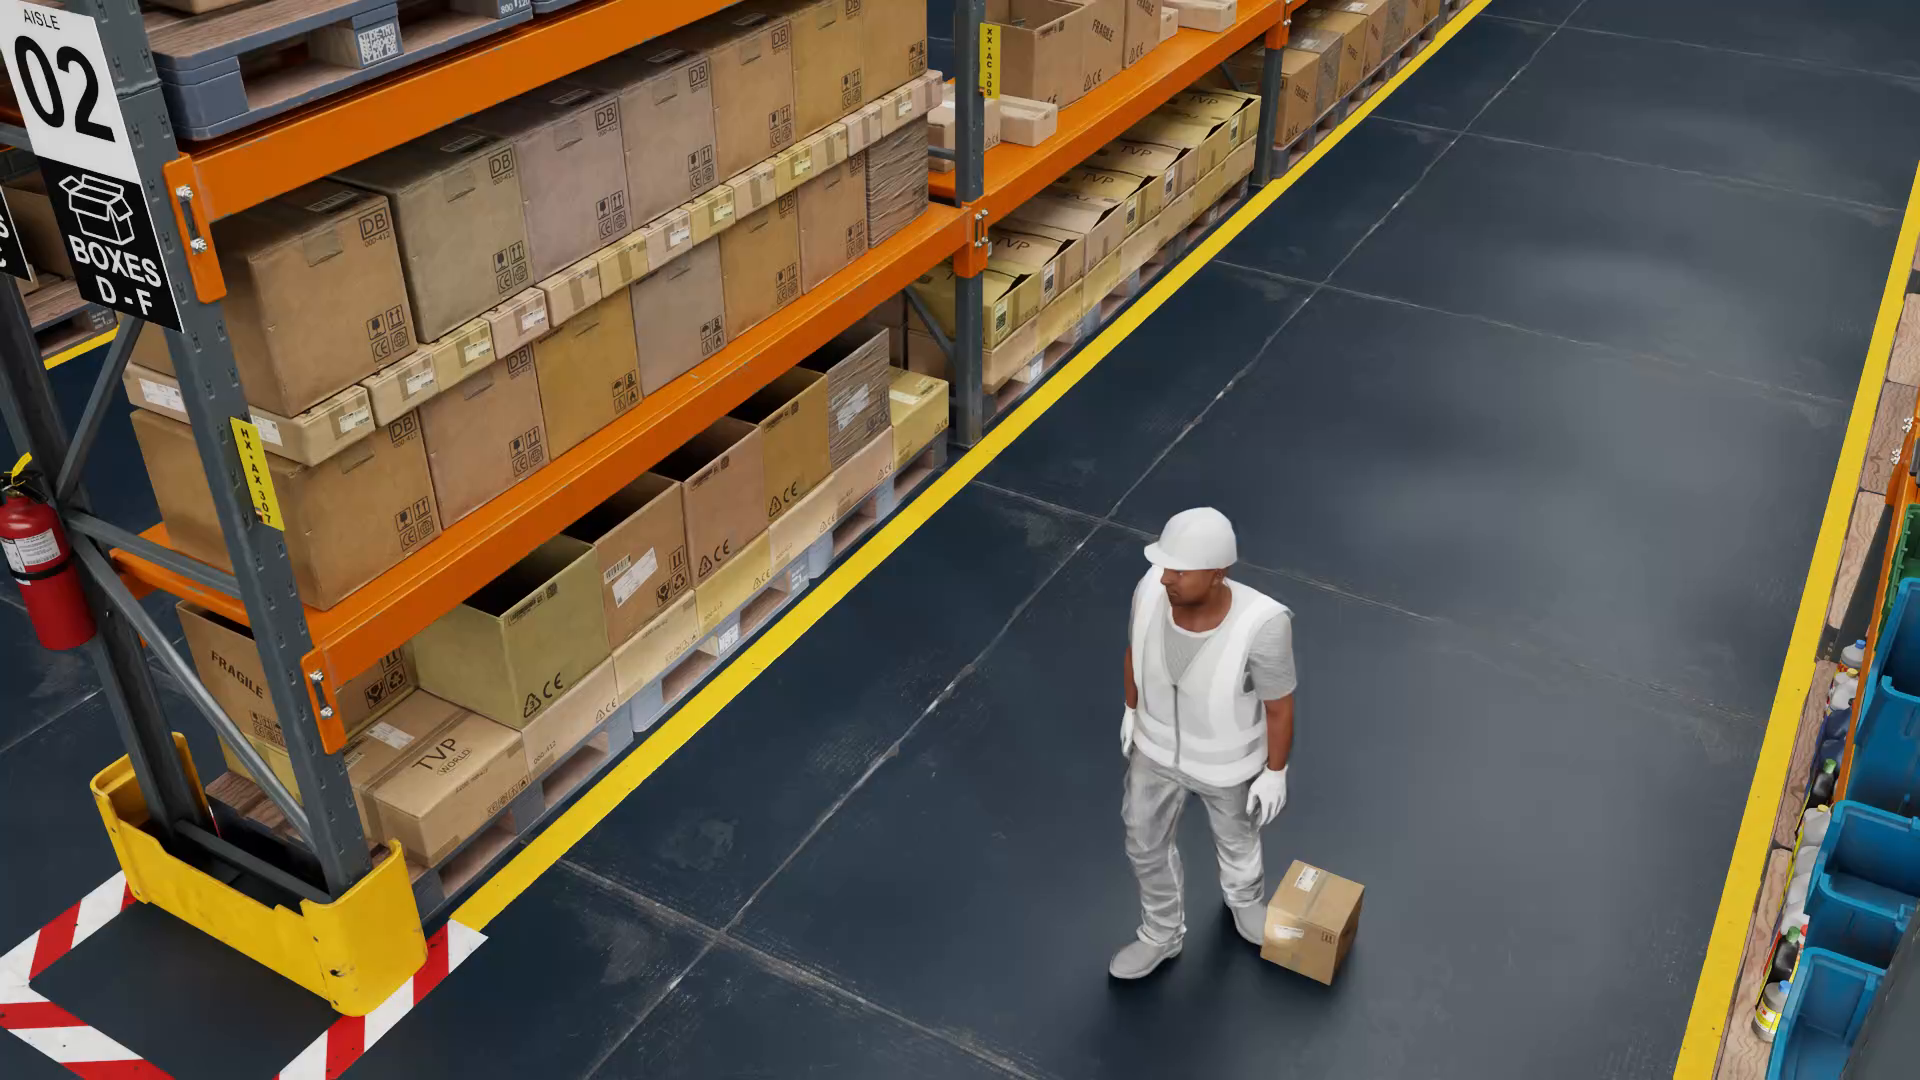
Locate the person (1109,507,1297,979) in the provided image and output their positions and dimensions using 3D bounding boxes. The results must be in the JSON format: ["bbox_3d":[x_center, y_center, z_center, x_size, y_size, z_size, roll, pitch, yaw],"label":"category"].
[{"bbox_3d":[0.766,0.630,5.190,0.599,1.776,0.603,20,39,27],"label":"person"}]
